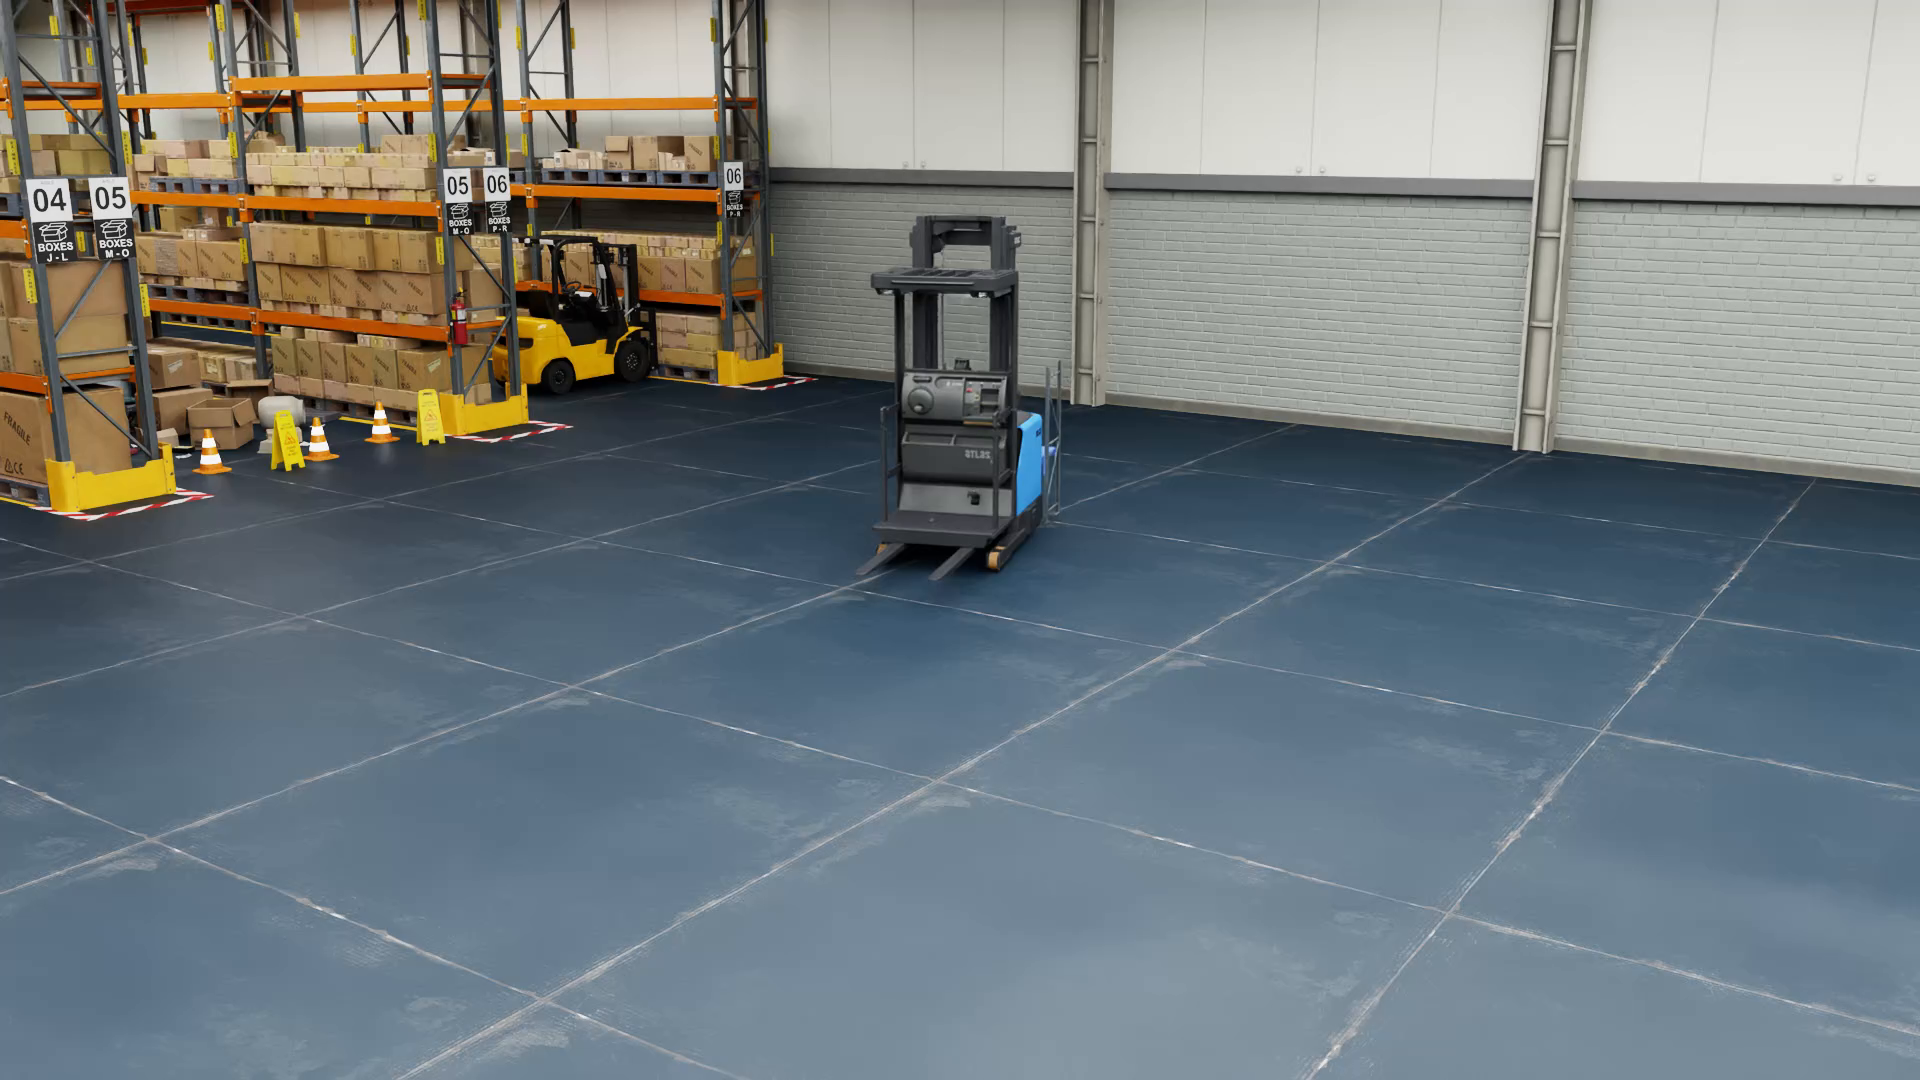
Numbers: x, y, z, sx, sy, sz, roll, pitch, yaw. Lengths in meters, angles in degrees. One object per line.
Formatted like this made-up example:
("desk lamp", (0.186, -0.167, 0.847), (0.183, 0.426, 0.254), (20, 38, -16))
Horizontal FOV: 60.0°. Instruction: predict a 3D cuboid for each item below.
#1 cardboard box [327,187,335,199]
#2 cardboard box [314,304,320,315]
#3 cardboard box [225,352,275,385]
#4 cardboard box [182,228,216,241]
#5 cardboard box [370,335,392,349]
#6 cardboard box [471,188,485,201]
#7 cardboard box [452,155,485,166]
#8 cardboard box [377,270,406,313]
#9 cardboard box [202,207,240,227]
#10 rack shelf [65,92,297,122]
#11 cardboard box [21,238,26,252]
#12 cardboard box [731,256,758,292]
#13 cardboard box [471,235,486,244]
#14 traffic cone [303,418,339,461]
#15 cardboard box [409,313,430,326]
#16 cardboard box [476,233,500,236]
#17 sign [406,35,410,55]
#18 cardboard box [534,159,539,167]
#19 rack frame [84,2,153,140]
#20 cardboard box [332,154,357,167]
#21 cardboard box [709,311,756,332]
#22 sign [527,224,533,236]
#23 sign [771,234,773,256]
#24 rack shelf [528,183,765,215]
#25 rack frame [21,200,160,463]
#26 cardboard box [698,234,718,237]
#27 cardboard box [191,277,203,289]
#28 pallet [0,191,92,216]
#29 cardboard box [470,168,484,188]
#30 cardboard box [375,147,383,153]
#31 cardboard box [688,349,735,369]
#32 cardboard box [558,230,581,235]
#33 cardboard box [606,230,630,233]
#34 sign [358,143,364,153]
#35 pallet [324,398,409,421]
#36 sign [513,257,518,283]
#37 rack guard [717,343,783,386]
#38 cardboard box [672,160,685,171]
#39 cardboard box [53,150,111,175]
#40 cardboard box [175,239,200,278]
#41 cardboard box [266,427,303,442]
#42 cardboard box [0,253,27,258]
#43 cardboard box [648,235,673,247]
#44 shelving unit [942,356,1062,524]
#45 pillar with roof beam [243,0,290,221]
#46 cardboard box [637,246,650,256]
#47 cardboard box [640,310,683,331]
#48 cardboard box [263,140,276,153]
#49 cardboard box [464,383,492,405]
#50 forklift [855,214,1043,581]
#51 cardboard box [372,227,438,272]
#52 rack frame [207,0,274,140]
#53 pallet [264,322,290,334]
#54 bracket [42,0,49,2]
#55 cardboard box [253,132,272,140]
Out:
("cardboard box", (-7.831, -4.437, 21.211), (0.250, 0.149, 0.380), (9, 17, 33))
("cardboard box", (-8.252, -3.050, 21.850), (0.250, 0.149, 0.380), (9, 17, 33))
("cardboard box", (-9.671, -2.399, 23.292), (0.625, 0.372, 0.950), (9, 17, 34))
("cardboard box", (-10.563, -4.251, 23.129), (0.250, 0.149, 0.380), (8, 16, 30))
("cardboard box", (-7.275, -2.538, 21.197), (0.250, 0.149, 0.380), (10, 17, 34))
("cardboard box", (-6.009, -4.307, 20.689), (0.250, 0.149, 0.380), (9, 17, 33))
("cardboard box", (-6.096, -4.674, 20.508), (0.250, 0.149, 0.380), (9, 17, 32))
("cardboard box", (-6.932, -3.143, 20.877), (0.500, 0.500, 0.500), (9, 17, 33))
("cardboard box", (-14.193, -6.152, 31.992), (0.500, 0.500, 0.500), (9, 16, 31))
("rack shelf", (-10.894, -6.038, 23.242), (4.000, 0.370, 1.077), (9, 17, 33))
("cardboard box", (-13.967, -4.623, 25.395), (0.500, 0.500, 0.500), (9, 17, 33))
("cardboard box", (-3.404, -4.025, 25.058), (0.500, 0.500, 0.500), (10, 17, 35))
("cardboard box", (-7.951, -4.921, 27.330), (0.250, 0.149, 0.380), (9, 17, 33))
("traffic cone", (-7.329, -1.166, 18.998), (0.334, 0.463, 0.336), (9, 17, 33))
("cardboard box", (-6.617, -2.762, 20.686), (0.250, 0.149, 0.380), (9, 16, 32))
("cardboard box", (-7.878, -5.058, 27.882), (0.250, 0.149, 0.380), (9, 17, 33))
("sign", (-9.480, -8.481, 28.509), (0.005, 0.325, 0.100), (9, 17, 33))
("cardboard box", (-7.062, -6.130, 26.970), (0.250, 0.149, 0.380), (9, 17, 33))
("rack frame", (-16.425, -8.912, 32.525), (0.127, 3.000, 1.000), (9, 17, 33))
("cardboard box", (-7.652, -4.771, 20.901), (0.250, 0.149, 0.380), (10, 17, 34))
("cardboard box", (-3.441, -3.311, 25.150), (0.500, 0.250, 0.500), (9, 16, 32))
("sign", (-6.762, -4.805, 26.173), (0.005, 0.325, 0.100), (9, 17, 33))
("sign", (-2.833, -4.423, 24.908), (0.005, 0.325, 0.100), (9, 17, 33))
("rack shelf", (-4.808, -5.229, 25.387), (4.000, 0.370, 1.077), (9, 17, 33))
("rack frame", (-8.594, -1.864, 16.536), (0.127, 3.000, 1.000), (9, 17, 33))
("cardboard box", (-3.733, -4.524, 25.107), (0.250, 0.149, 0.380), (10, 17, 34))
("cardboard box", (-10.472, -3.596, 23.184), (0.250, 0.149, 0.380), (9, 17, 33))
("pallet", (-9.215, -3.374, 16.580), (1.213, 0.211, 1.003), (9, 17, 33))
("cardboard box", (-6.184, -4.512, 20.687), (0.500, 0.250, 0.500), (9, 16, 32))
("cardboard box", (-9.938, -6.753, 28.908), (0.250, 0.149, 0.380), (9, 16, 31))
("cardboard box", (-3.714, -2.723, 24.858), (0.500, 0.250, 0.500), (9, 17, 33))
("cardboard box", (-6.091, -4.783, 26.153), (0.250, 0.149, 0.380), (9, 17, 34))
("cardboard box", (-5.379, -4.820, 26.302), (0.250, 0.149, 0.380), (9, 16, 32))
("sign", (-10.091, -6.526, 28.053), (0.005, 0.325, 0.100), (9, 17, 33))
("pallet", (-7.641, -1.801, 22.084), (1.213, 0.211, 1.003), (9, 17, 33))
("sign", (-5.613, -3.393, 20.911), (0.005, 0.325, 0.100), (9, 17, 33))
("rack guard", (-3.128, -2.638, 24.865), (0.348, 0.500, 1.175), (9, 17, 33))
("cardboard box", (-4.005, -5.491, 24.389), (0.250, 0.149, 0.380), (9, 16, 31))
("cardboard box", (-8.851, -3.760, 16.564), (0.500, 0.250, 0.500), (9, 17, 33))
("cardboard box", (-10.583, -3.950, 23.264), (0.500, 0.500, 0.500), (10, 17, 35))
("cardboard box", (-8.130, -1.253, 20.003), (0.380, 0.149, 0.250), (-7, 15, -25))
("cardboard box", (-9.777, -2.676, 17.257), (0.550, 0.550, 0.875), (9, 17, 33))
("cardboard box", (-4.460, -4.486, 24.951), (0.250, 0.149, 0.380), (10, 17, 34))
("shelving unit", (0.405, -0.977, 16.074), (1.048, 1.500, 0.538), (4, 15, 17))
("pillar with roof beam", (-15.583, -7.790, 27.994), (0.400, 9.000, 9.100), (9, 17, 33))
("cardboard box", (-4.670, -4.376, 25.125), (0.250, 0.149, 0.380), (9, 17, 33))
("cardboard box", (-4.556, -3.341, 25.273), (0.500, 0.250, 0.500), (9, 17, 34))
("cardboard box", (-9.915, -5.453, 23.193), (0.500, 0.250, 0.500), (9, 16, 32))
("cardboard box", (-6.430, -1.897, 21.517), (0.500, 0.250, 0.500), (9, 17, 32))
("forklift", (-0.103, -1.264, 14.258), (1.130, 2.935, 3.031), (4, 14, 15))
("cardboard box", (-6.877, -3.637, 20.791), (0.500, 0.500, 0.700), (9, 17, 33))
("rack frame", (-13.105, -8.376, 30.358), (0.127, 3.000, 1.000), (9, 17, 33))
("pallet", (-12.409, -4.008, 31.004), (1.213, 0.211, 1.003), (9, 17, 33))
("bracket", (-18.701, -11.186, 34.218), (0.430, 0.232, 0.235), (9, 17, 33))
("cardboard box", (-12.813, -7.368, 30.490), (0.258, 0.266, 0.396), (9, 16, 32))
